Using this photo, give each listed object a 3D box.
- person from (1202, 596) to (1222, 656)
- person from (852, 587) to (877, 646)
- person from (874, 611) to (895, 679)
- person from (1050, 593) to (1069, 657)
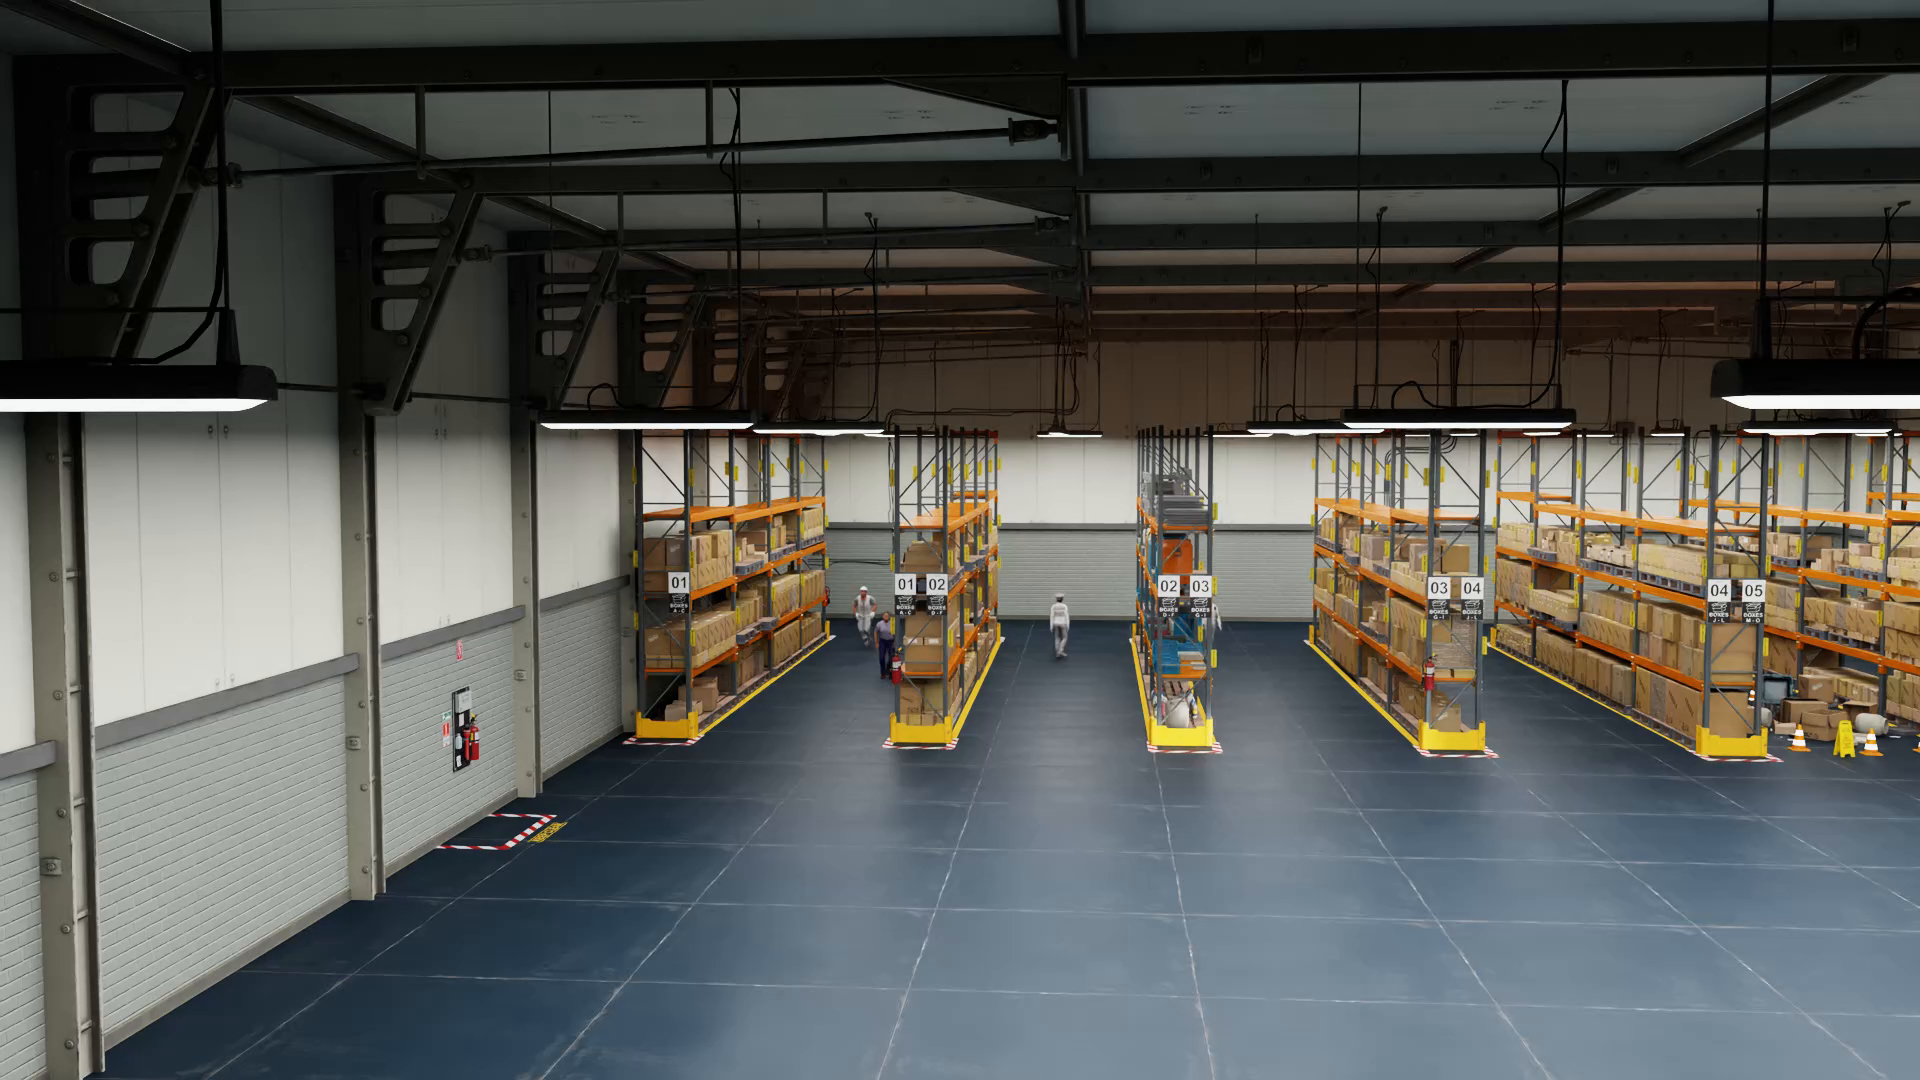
[{"bbox_3d":[6.574,2.289,43.665,0.542,1.746,0.483,-1,4,-13],"label":"person"},{"bbox_3d":[-2.645,2.118,46.065,0.664,1.688,0.615,1,3,12],"label":"person"},{"bbox_3d":[-1.783,2.510,40.147,0.571,1.631,0.557,0,3,-5],"label":"person"},{"bbox_3d":[2.613,2.256,43.791,0.517,1.679,0.453,1,4,17],"label":"person"}]
